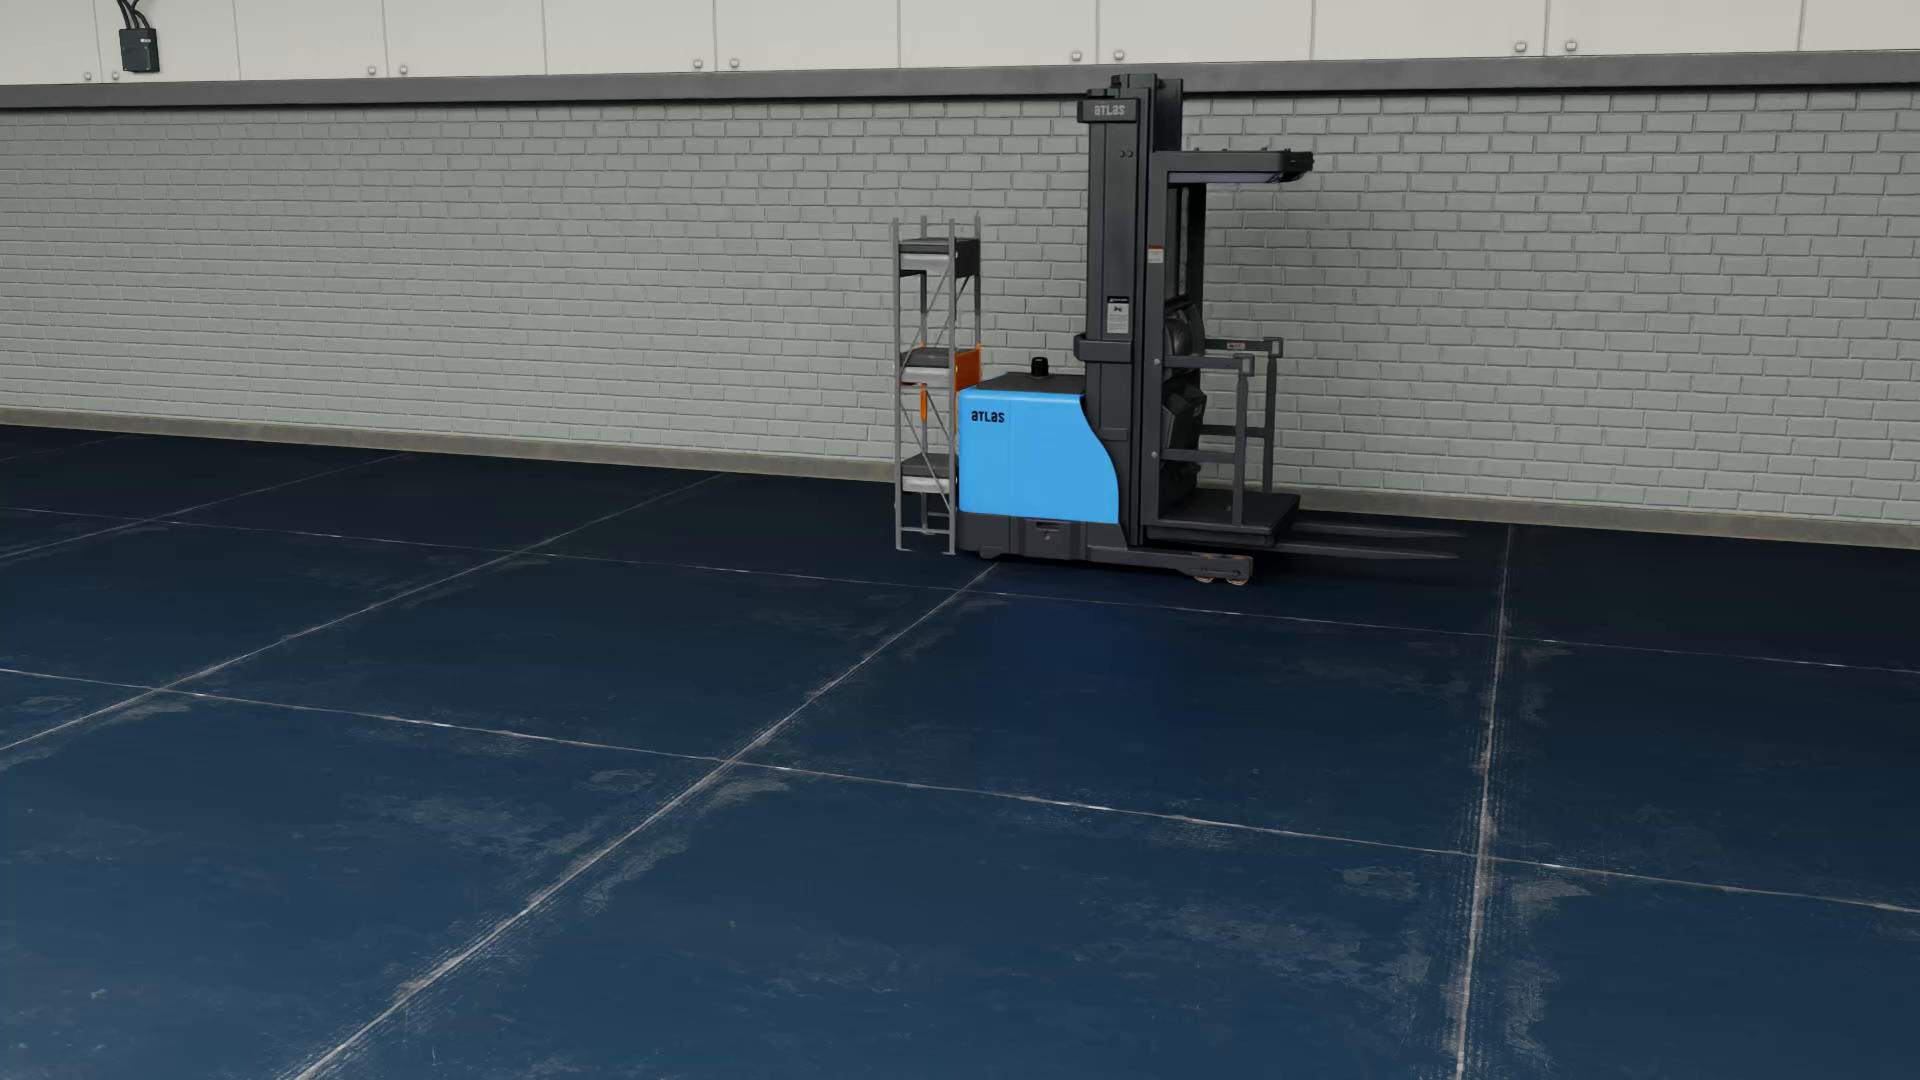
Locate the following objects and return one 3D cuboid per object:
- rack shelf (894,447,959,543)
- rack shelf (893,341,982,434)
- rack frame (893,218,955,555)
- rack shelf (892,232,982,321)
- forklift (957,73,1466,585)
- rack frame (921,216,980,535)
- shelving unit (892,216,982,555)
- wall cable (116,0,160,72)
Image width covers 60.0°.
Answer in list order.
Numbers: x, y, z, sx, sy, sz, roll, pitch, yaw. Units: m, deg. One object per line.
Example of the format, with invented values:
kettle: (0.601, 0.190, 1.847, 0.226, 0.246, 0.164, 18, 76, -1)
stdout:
rack shelf: (-0.141, -0.300, 10.792, 0.431, 0.518, 0.480, 4, 14, 19)
rack shelf: (-0.141, -0.983, 10.636, 0.431, 0.518, 0.480, 4, 14, 19)
rack frame: (-0.222, -0.945, 10.408, 0.400, 2.100, 0.015, 4, 14, 19)
rack shelf: (-0.141, -1.665, 10.480, 0.431, 0.518, 0.480, 4, 14, 19)
forklift: (1.553, -1.295, 10.077, 3.031, 2.935, 1.130, 5, 14, 20)
rack frame: (-0.061, -1.047, 10.858, 0.400, 2.100, 0.015, 4, 14, 19)
shelving unit: (-0.141, -0.996, 10.633, 0.431, 2.100, 0.503, 4, 14, 19)
wall cable: (-6.144, -6.910, 13.396, 2.305, 6.003, 0.169, 4, 14, 18)
